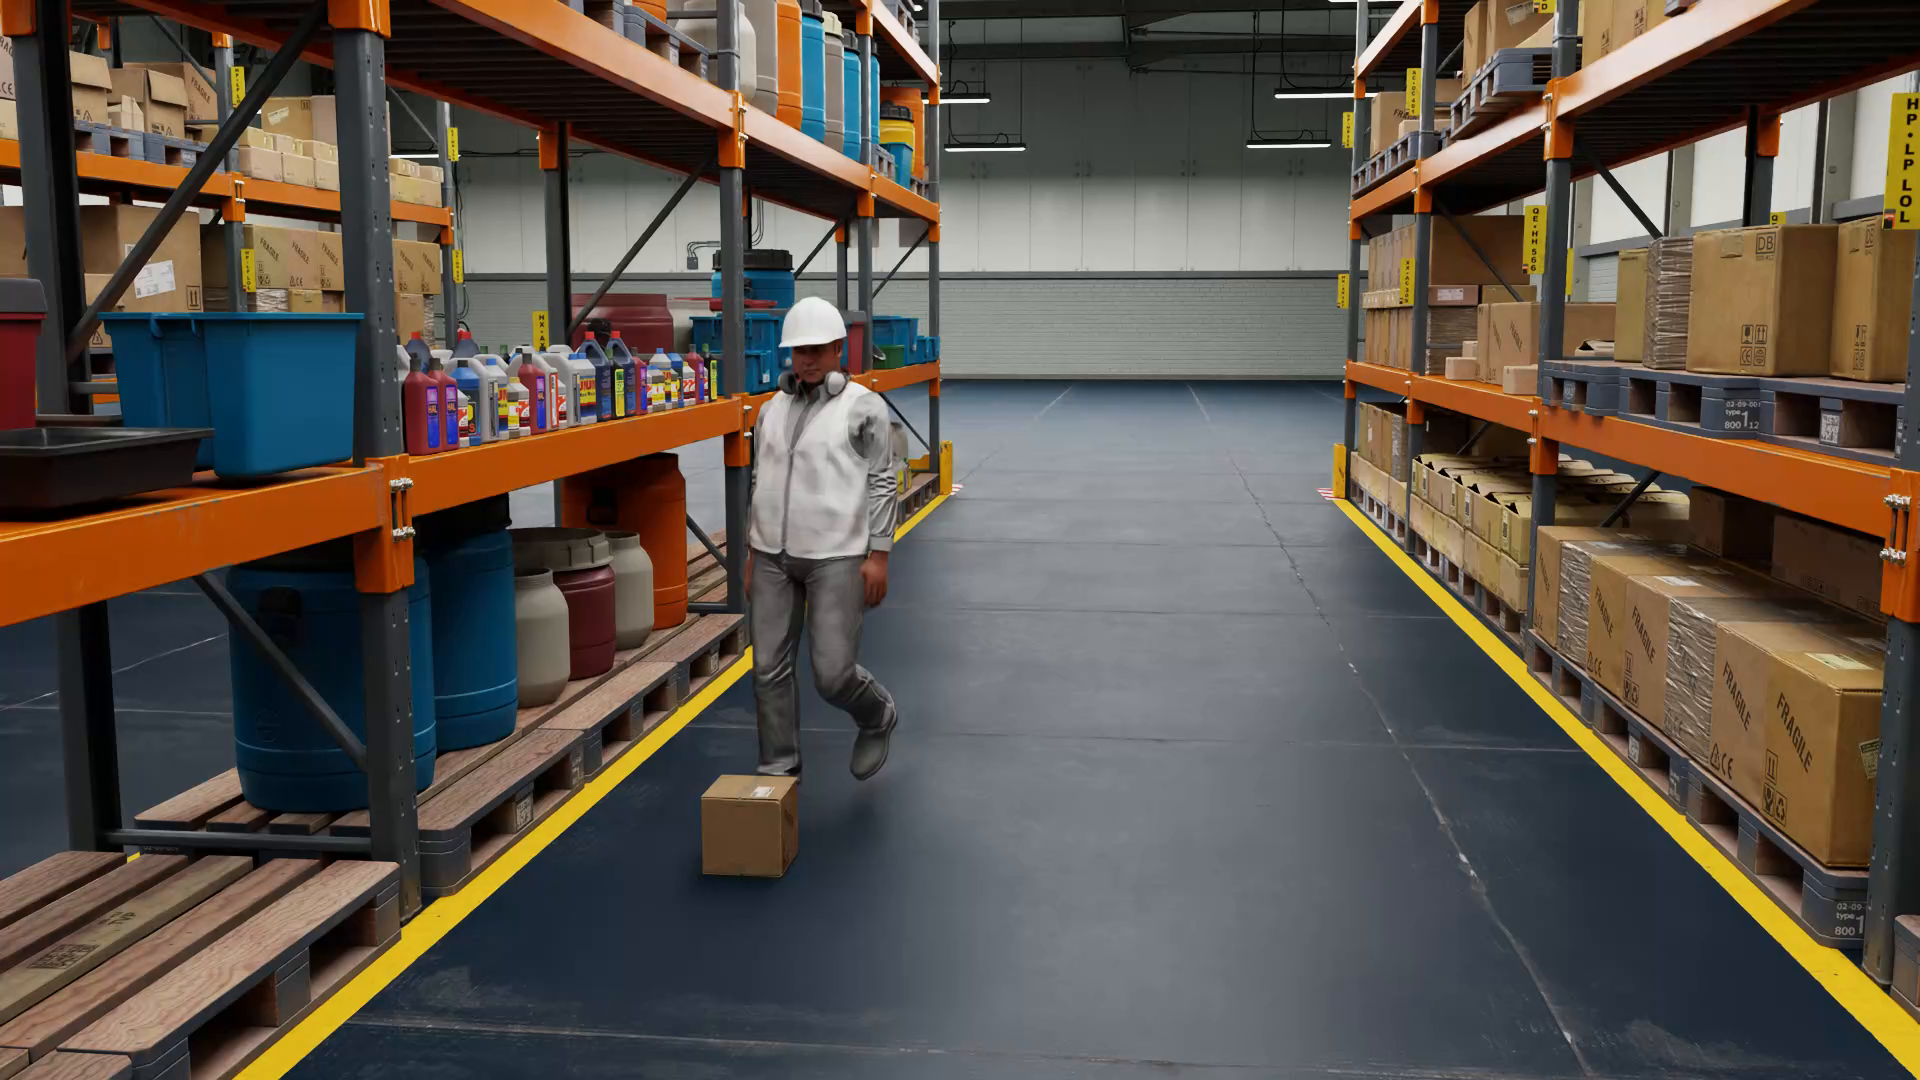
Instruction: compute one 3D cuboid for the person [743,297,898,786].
[{"bbox_3d":[-0.492,0.048,5.739,0.555,1.756,0.637,4,8,26],"label":"person"}]
